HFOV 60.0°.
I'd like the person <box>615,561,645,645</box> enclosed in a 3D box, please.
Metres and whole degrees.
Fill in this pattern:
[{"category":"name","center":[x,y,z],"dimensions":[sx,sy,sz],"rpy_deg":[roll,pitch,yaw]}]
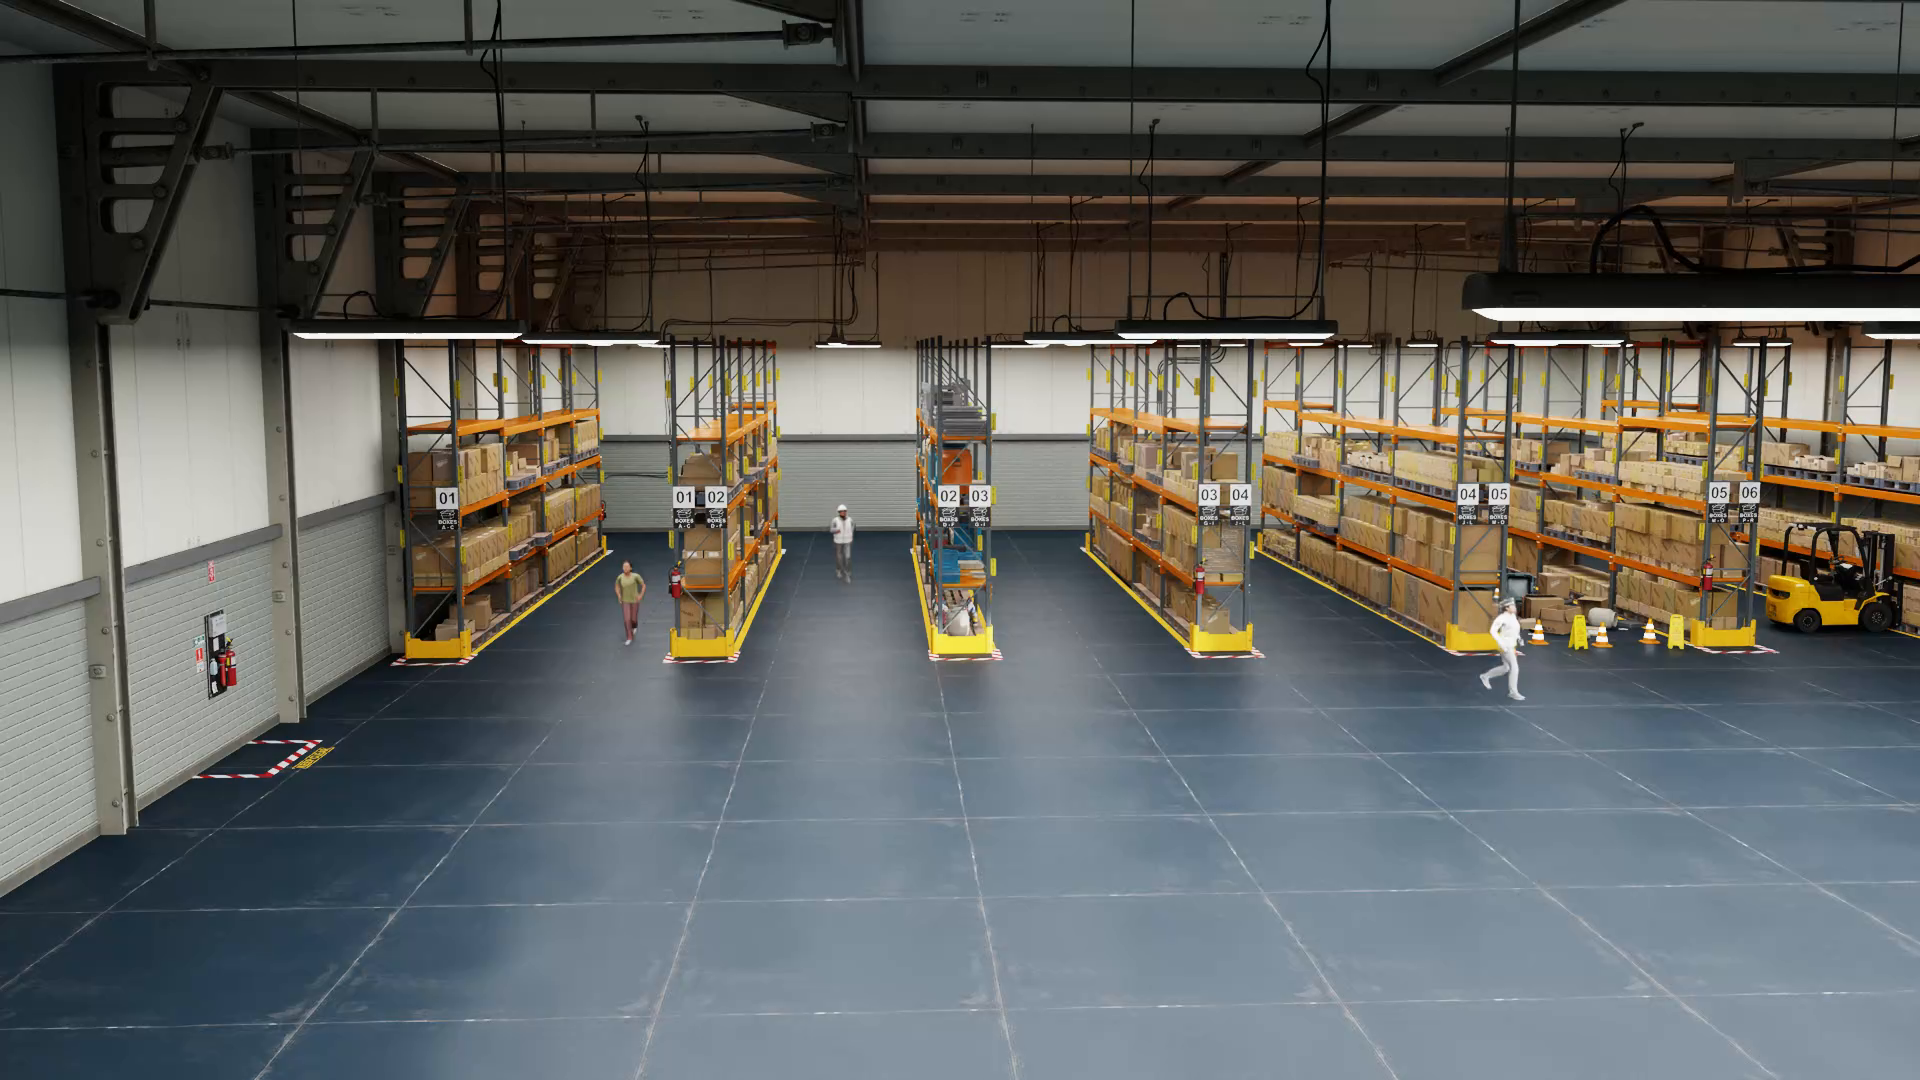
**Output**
[{"category":"person","center":[-6.471,1.215,32.677],"dimensions":[0.586,1.645,0.626],"rpy_deg":[0,6,-2]}]

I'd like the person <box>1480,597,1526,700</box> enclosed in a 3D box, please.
[{"category":"person","center":[9.014,1.776,27.576],"dimensions":[0.818,1.694,0.632],"rpy_deg":[5,8,39]}]

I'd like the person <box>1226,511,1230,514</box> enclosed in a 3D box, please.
[{"category":"person","center":[7.510,-0.283,45.242],"dimensions":[0.733,1.741,0.857],"rpy_deg":[0,6,2]}]

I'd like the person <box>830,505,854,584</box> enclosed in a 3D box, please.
[{"category":"person","center":[-2.783,0.085,39.381],"dimensions":[0.605,1.851,0.812],"rpy_deg":[-1,7,-10]}]
